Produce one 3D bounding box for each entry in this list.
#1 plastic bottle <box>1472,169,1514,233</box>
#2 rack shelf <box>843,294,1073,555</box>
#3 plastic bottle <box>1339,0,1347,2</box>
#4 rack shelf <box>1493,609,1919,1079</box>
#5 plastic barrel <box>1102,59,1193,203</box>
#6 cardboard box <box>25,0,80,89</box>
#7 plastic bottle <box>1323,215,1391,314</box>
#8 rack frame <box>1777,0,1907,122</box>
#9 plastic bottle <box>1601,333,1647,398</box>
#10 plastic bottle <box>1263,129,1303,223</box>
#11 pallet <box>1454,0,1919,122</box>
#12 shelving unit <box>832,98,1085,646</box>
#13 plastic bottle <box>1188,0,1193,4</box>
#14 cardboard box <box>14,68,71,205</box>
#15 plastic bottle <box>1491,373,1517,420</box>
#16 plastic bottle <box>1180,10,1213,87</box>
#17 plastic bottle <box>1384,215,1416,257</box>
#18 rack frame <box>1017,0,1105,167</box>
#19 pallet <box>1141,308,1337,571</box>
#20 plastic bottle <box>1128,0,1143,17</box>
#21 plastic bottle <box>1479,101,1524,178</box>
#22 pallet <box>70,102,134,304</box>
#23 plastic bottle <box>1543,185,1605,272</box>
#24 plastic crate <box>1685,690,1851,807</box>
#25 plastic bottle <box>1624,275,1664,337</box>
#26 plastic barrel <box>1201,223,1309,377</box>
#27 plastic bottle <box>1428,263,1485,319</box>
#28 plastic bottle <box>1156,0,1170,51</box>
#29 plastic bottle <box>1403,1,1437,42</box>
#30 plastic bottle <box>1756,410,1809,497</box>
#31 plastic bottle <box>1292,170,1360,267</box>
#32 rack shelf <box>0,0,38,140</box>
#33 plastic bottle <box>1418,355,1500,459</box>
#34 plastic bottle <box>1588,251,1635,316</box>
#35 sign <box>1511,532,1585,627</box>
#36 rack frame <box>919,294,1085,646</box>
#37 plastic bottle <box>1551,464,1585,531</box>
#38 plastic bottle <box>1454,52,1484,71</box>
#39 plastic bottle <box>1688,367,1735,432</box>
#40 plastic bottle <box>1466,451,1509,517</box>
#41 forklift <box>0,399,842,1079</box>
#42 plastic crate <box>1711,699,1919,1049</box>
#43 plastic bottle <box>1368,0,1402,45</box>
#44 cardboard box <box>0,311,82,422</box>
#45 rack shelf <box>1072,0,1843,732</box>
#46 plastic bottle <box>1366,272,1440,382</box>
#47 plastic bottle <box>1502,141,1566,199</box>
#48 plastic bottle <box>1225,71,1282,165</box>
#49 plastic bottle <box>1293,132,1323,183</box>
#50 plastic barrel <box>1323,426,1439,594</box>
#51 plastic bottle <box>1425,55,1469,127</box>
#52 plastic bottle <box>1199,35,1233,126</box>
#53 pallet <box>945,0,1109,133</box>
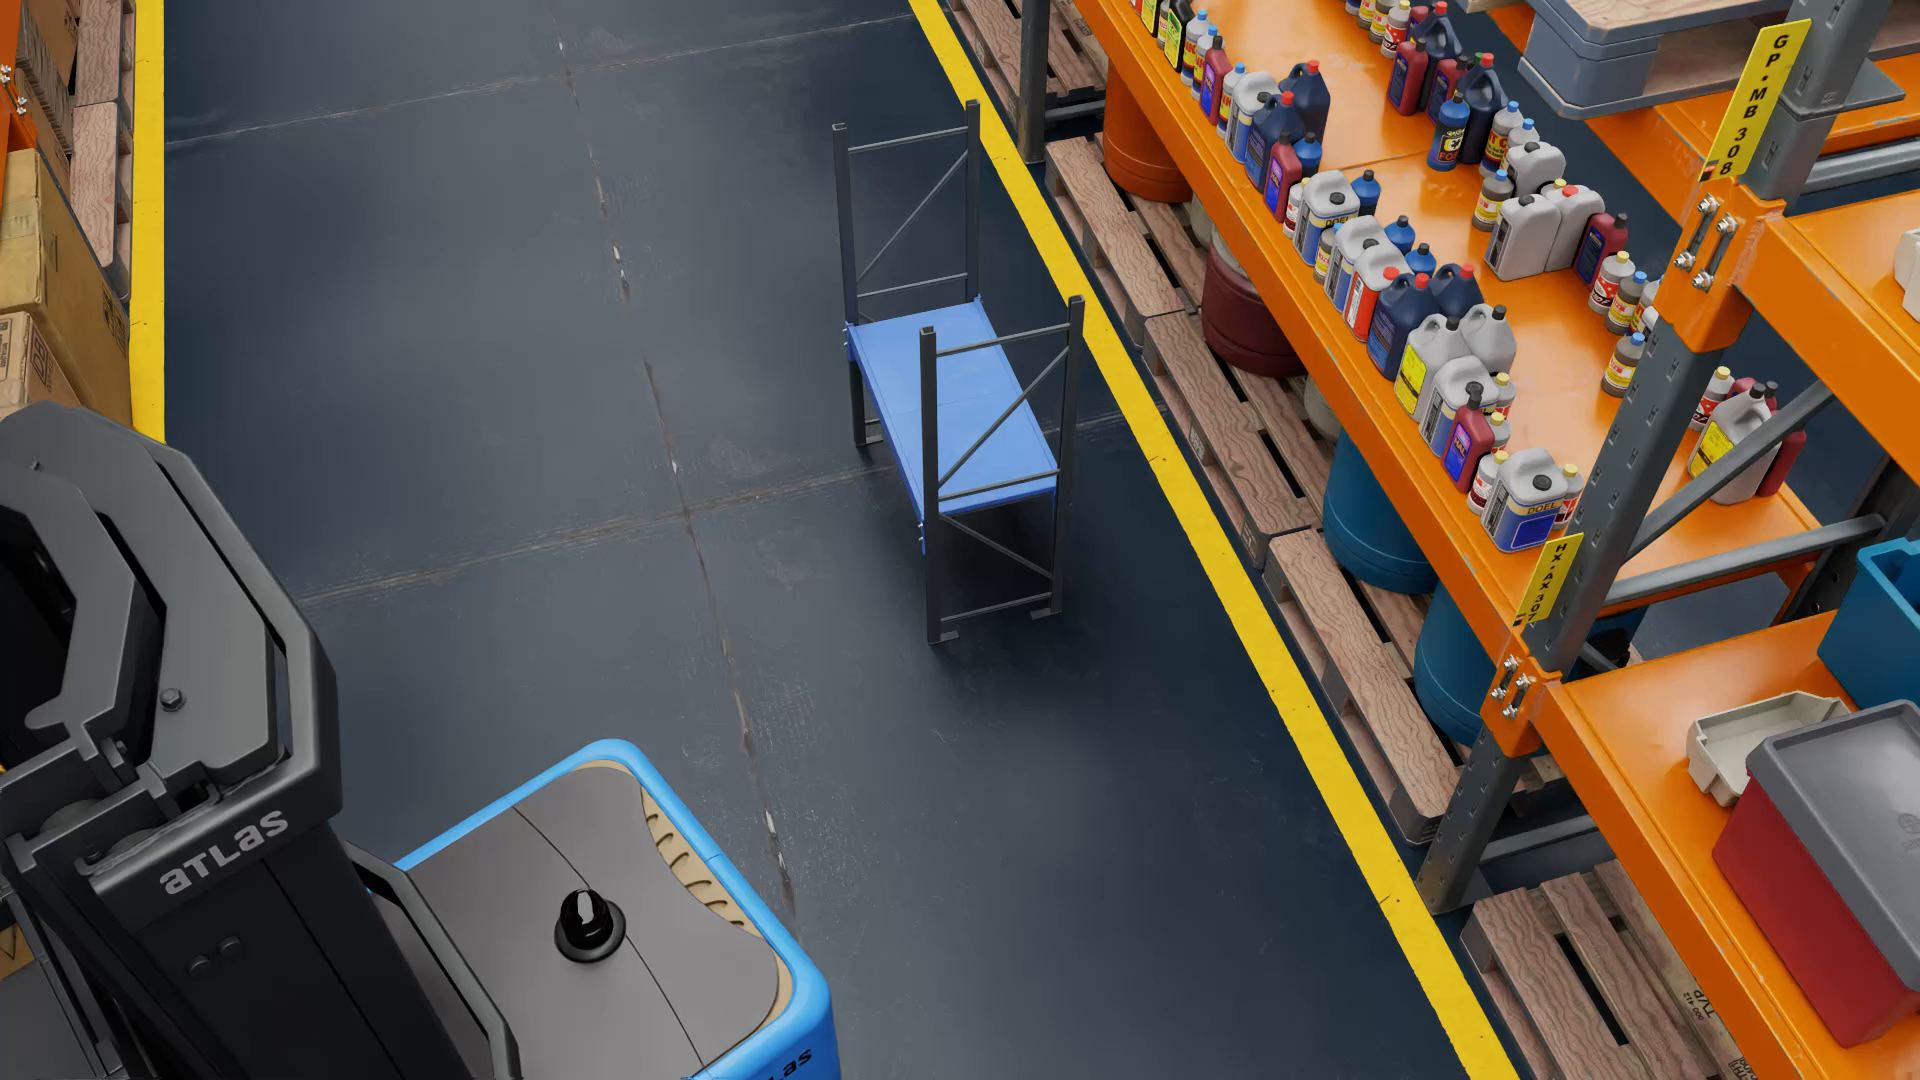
[{"bbox_3d":[1.717,-1.099,5.344,0.097,0.201,0.097,0,50,0],"label":"plastic bottle"},{"bbox_3d":[-0.025,-0.430,5.867,0.538,0.185,1.000,-13,51,-11],"label":"rack shelf"},{"bbox_3d":[1.462,-2.123,6.208,0.097,0.201,0.097,0,50,0],"label":"plastic bottle"},{"bbox_3d":[2.538,1.758,3.276,1.077,0.370,4.000,-13,51,-11],"label":"rack shelf"},{"bbox_3d":[0.924,-1.938,7.067,0.600,0.830,0.708,-13,51,-11],"label":"plastic barrel"},{"bbox_3d":[-4.536,-2.372,7.635,0.700,0.500,0.500,-9,51,-8],"label":"cardboard box"},{"bbox_3d":[1.224,-0.843,5.080,0.152,0.276,0.135,-13,51,-11],"label":"plastic bottle"},{"bbox_3d":[1.946,-1.868,1.939,1.000,3.000,0.127,-13,51,-11],"label":"rack frame"},{"bbox_3d":[1.951,-0.520,4.856,0.097,0.201,0.097,0,50,0],"label":"plastic bottle"},{"bbox_3d":[1.043,-1.173,5.353,0.061,0.283,0.133,-13,51,-11],"label":"plastic bottle"},{"bbox_3d":[1.621,-1.391,3.622,1.213,0.211,1.003,-13,51,-11],"label":"pallet"},{"bbox_3d":[-0.025,-0.546,5.729,0.538,1.500,1.048,-13,51,-11],"label":"shelving unit"},{"bbox_3d":[0.833,-2.107,6.194,0.097,0.201,0.097,0,50,0],"label":"plastic bottle"},{"bbox_3d":[-4.185,-1.557,6.948,0.700,0.500,0.500,-16,52,-13],"label":"cardboard box"},{"bbox_3d":[1.526,-0.394,4.750,0.097,0.201,0.097,0,50,0],"label":"plastic bottle"},{"bbox_3d":[0.835,-1.731,5.831,0.097,0.271,0.097,0,50,0],"label":"plastic bottle"},{"bbox_3d":[1.337,-0.883,5.117,0.097,0.271,0.097,0,50,0],"label":"plastic bottle"},{"bbox_3d":[0.763,-2.856,6.696,1.000,3.000,0.127,-13,51,-11],"label":"rack frame"},{"bbox_3d":[1.393,-0.501,6.535,1.003,0.211,1.213,-13,51,-11],"label":"pallet"},{"bbox_3d":[0.719,-2.089,6.130,0.152,0.276,0.135,-13,51,-11],"label":"plastic bottle"},{"bbox_3d":[1.794,-1.325,5.489,0.097,0.271,0.097,0,50,0],"label":"plastic bottle"},{"bbox_3d":[-4.198,-1.408,7.299,1.003,0.211,1.213,-13,51,-11],"label":"pallet"},{"bbox_3d":[1.899,-0.995,5.208,0.152,0.276,0.135,-13,51,-11],"label":"plastic bottle"},{"bbox_3d":[1.947,0.503,3.997,0.396,0.136,0.243,-13,51,-11],"label":"plastic crate"},{"bbox_3d":[2.057,-0.675,4.942,0.097,0.271,0.097,0,50,0],"label":"plastic bottle"},{"bbox_3d":[1.258,-1.036,6.464,0.600,0.588,0.708,-13,51,-11],"label":"plastic barrel"},{"bbox_3d":[1.445,-0.684,4.897,0.144,0.351,0.185,-13,51,-11],"label":"plastic bottle"},{"bbox_3d":[0.767,-1.877,6.000,0.097,0.201,0.097,0,50,0],"label":"plastic bottle"},{"bbox_3d":[1.628,-1.785,5.869,0.061,0.283,0.133,-13,51,-11],"label":"plastic bottle"},{"bbox_3d":[2.245,-0.261,4.585,0.061,0.283,0.133,-13,51,-11],"label":"plastic bottle"},{"bbox_3d":[1.155,-1.012,5.222,0.152,0.276,0.135,-13,51,-11],"label":"plastic bottle"},{"bbox_3d":[-4.560,-2.965,7.258,1.077,0.370,4.000,-13,51,-11],"label":"rack shelf"},{"bbox_3d":[1.413,-0.376,4.686,0.152,0.276,0.135,-13,51,-11],"label":"plastic bottle"},{"bbox_3d":[1.999,-0.795,5.088,0.097,0.201,0.097,0,50,0],"label":"plastic bottle"},{"bbox_3d":[1.420,0.099,4.023,0.100,0.325,0.005,-13,51,-11],"label":"sign"},{"bbox_3d":[0.125,-0.174,5.416,0.500,1.500,0.032,-13,51,-11],"label":"rack frame"},{"bbox_3d":[1.634,-0.127,4.525,0.097,0.201,0.097,0,50,0],"label":"plastic bottle"},{"bbox_3d":[1.722,-1.552,5.673,0.061,0.283,0.133,-13,51,-11],"label":"plastic bottle"},{"bbox_3d":[2.154,-0.412,4.766,0.097,0.201,0.097,0,50,0],"label":"plastic bottle"},{"bbox_3d":[1.460,-0.164,4.556,0.097,0.201,0.097,0,50,0],"label":"plastic bottle"},{"bbox_3d":[-1.758,1.248,3.281,3.031,2.935,1.130,-32,57,-24],"label":"forklift"},{"bbox_3d":[1.971,0.734,3.588,0.402,0.464,0.583,-13,51,-11],"label":"plastic crate"},{"bbox_3d":[1.548,-1.909,6.028,0.097,0.201,0.097,0,50,0],"label":"plastic bottle"},{"bbox_3d":[-3.528,-0.025,5.424,1.225,0.875,0.875,-13,51,-11],"label":"cardboard box"},{"bbox_3d":[1.355,-1.163,5.739,1.077,0.370,4.000,-13,51,-11],"label":"rack shelf"},{"bbox_3d":[1.307,-0.651,4.869,0.144,0.351,0.185,-13,51,-11],"label":"plastic bottle"},{"bbox_3d":[1.831,-1.164,5.351,0.152,0.276,0.135,-13,51,-11],"label":"plastic bottle"},{"bbox_3d":[0.993,-1.414,5.561,0.152,0.276,0.135,-13,51,-11],"label":"plastic bottle"},{"bbox_3d":[1.113,-1.200,5.384,0.097,0.271,0.097,0,50,0],"label":"plastic bottle"},{"bbox_3d":[1.592,-0.312,5.649,0.600,0.901,0.708,-13,51,-11],"label":"plastic barrel"},{"bbox_3d":[1.664,-1.538,5.661,0.061,0.283,0.133,-13,51,-11],"label":"plastic bottle"},{"bbox_3d":[0.880,-1.575,5.692,0.061,0.283,0.133,-13,51,-11],"label":"plastic bottle"},{"bbox_3d":[0.571,-2.532,8.246,1.003,0.211,1.213,-13,51,-11],"label":"pallet"}]
